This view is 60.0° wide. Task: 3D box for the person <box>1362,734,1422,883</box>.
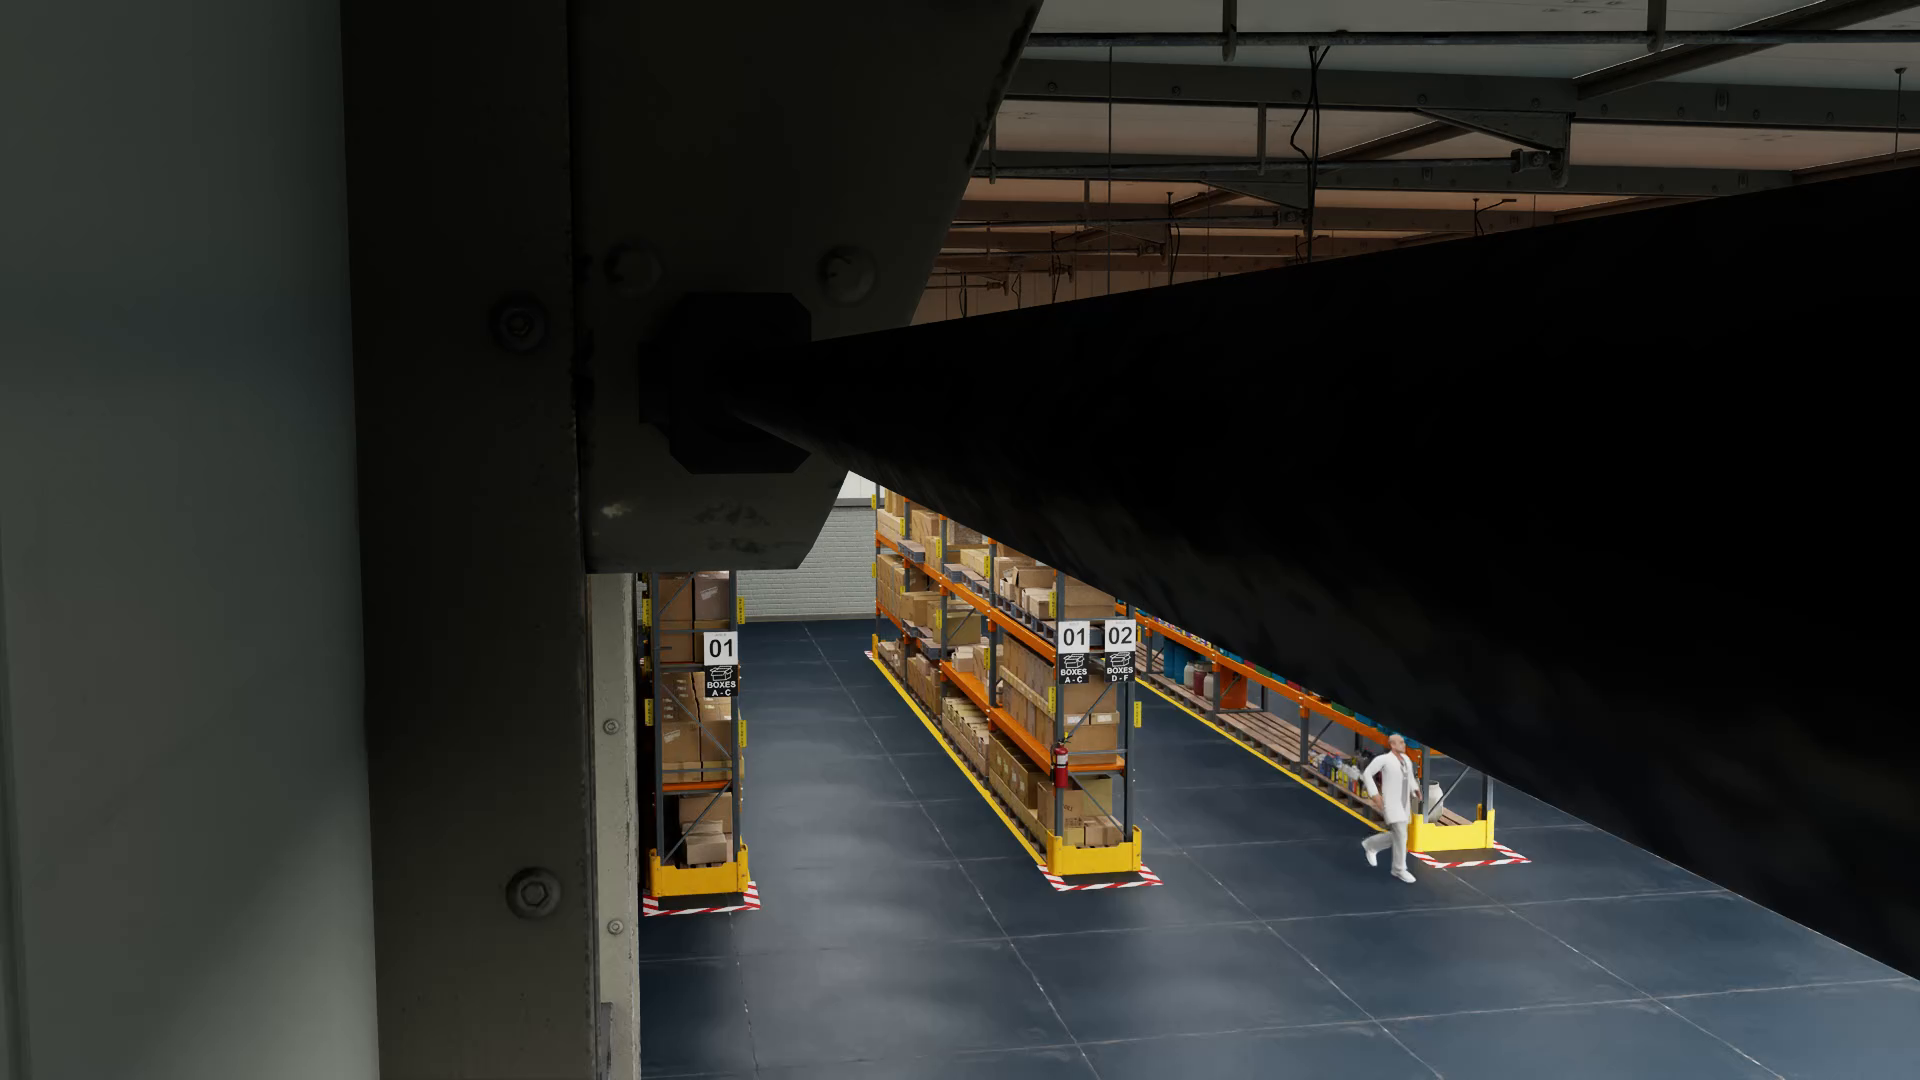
[{"bbox_3d":[5.471,3.330,20.886,0.751,1.765,0.876,-4,7,-36],"label":"person"}]
